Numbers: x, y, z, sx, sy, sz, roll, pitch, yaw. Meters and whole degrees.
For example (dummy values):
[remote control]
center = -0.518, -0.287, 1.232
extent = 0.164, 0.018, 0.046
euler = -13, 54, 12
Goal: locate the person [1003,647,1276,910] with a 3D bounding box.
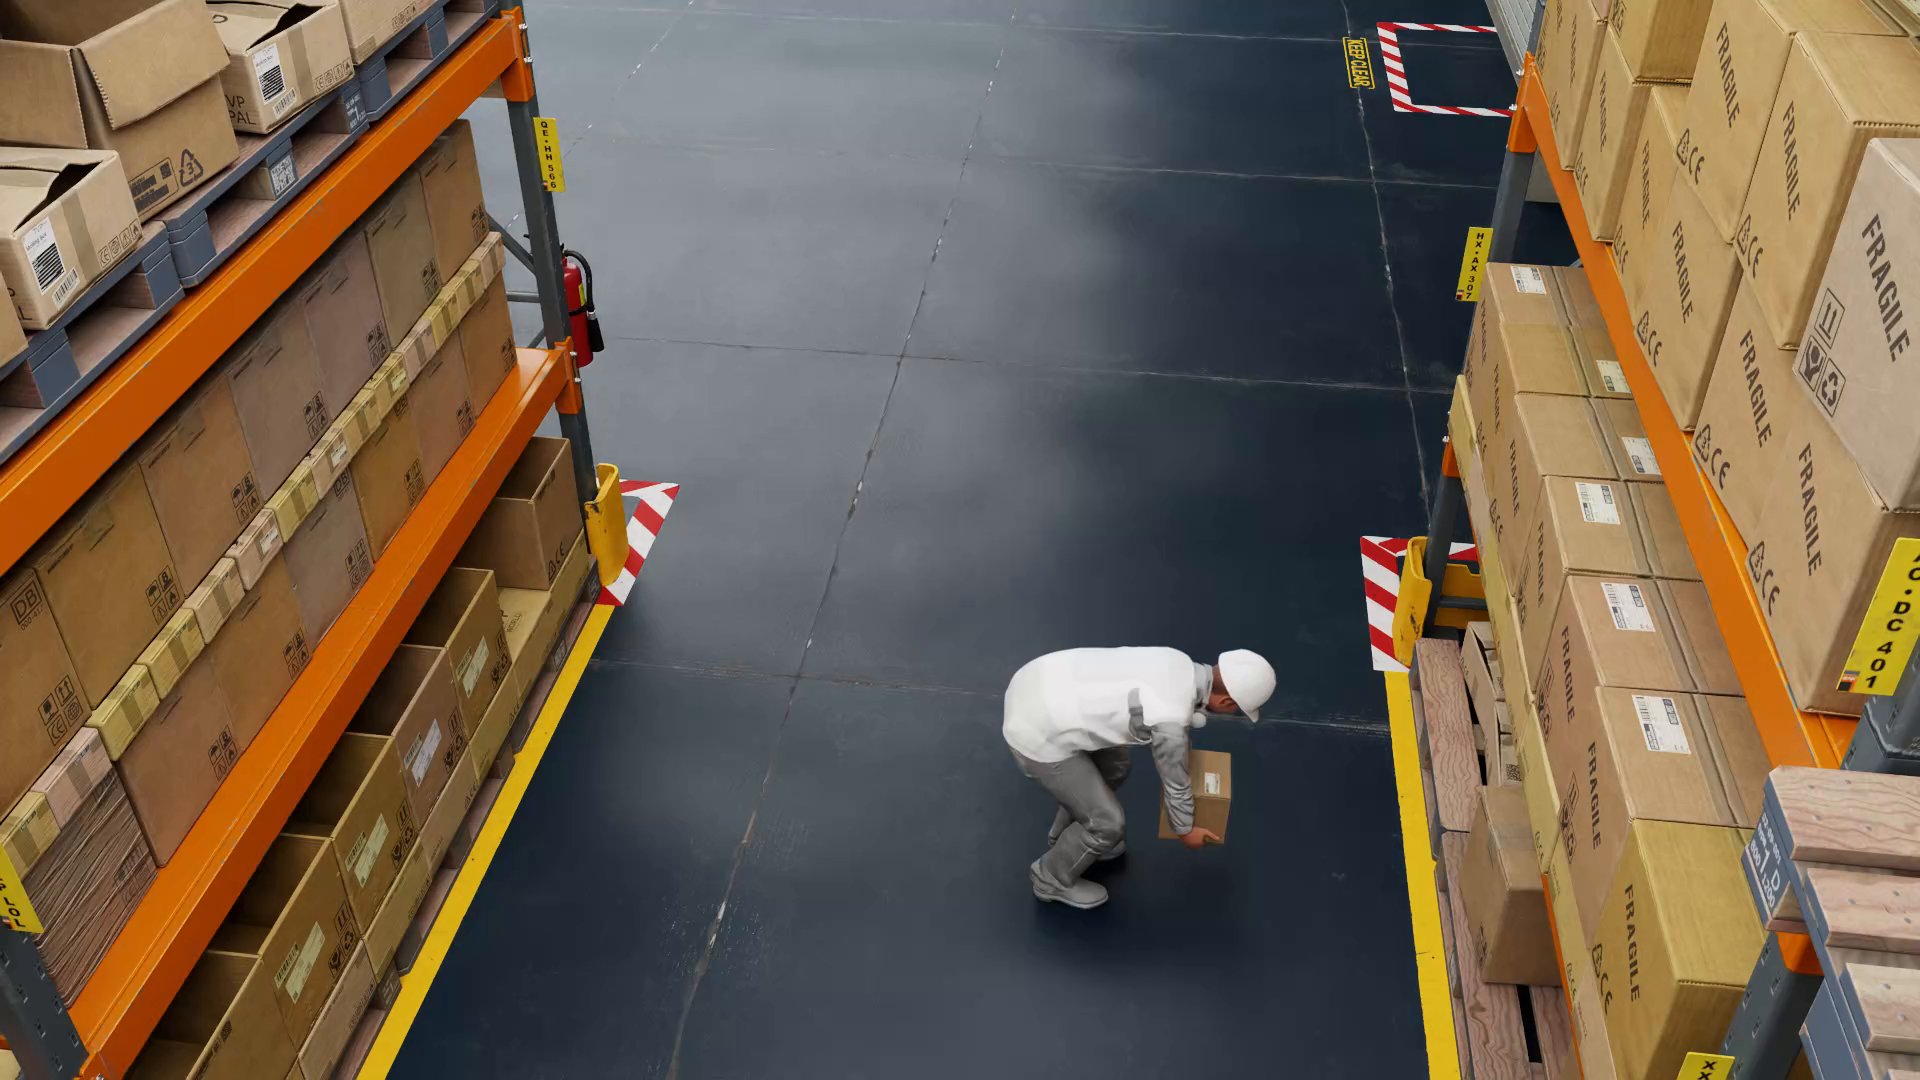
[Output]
[person]
center = 0.654, 0.876, 6.336
extent = 0.988, 1.155, 0.487
euler = 3, 36, 4
